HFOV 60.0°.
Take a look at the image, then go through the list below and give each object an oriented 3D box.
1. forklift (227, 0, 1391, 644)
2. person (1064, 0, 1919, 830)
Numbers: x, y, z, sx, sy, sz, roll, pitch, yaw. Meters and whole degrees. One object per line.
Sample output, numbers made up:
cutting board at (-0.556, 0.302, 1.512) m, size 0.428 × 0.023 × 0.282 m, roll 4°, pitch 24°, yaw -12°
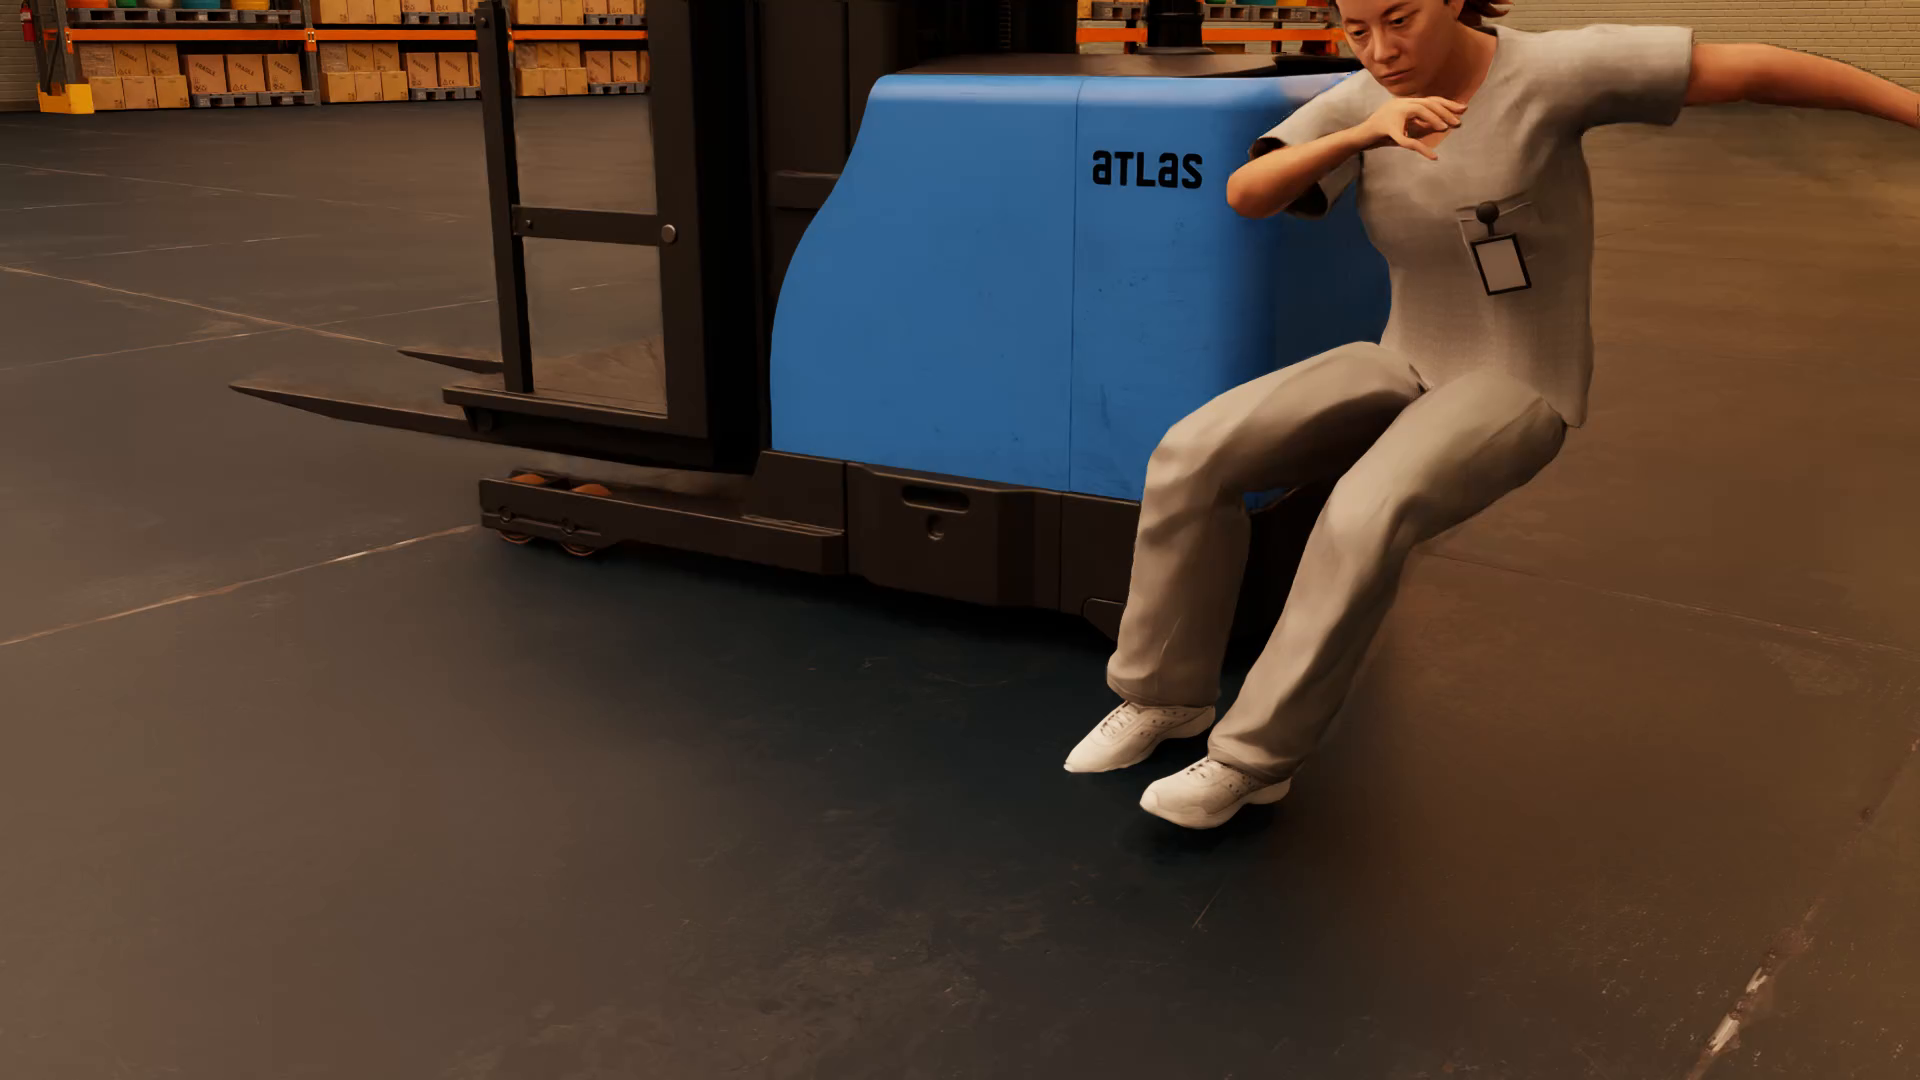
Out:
forklift at (-0.540, -1.487, 3.794) m, size 3.031 × 2.935 × 1.130 m, roll 9°, pitch 19°, yaw 28°
person at (0.752, -0.202, 2.358) m, size 1.134 × 1.359 × 0.827 m, roll 15°, pitch 23°, yaw 41°
